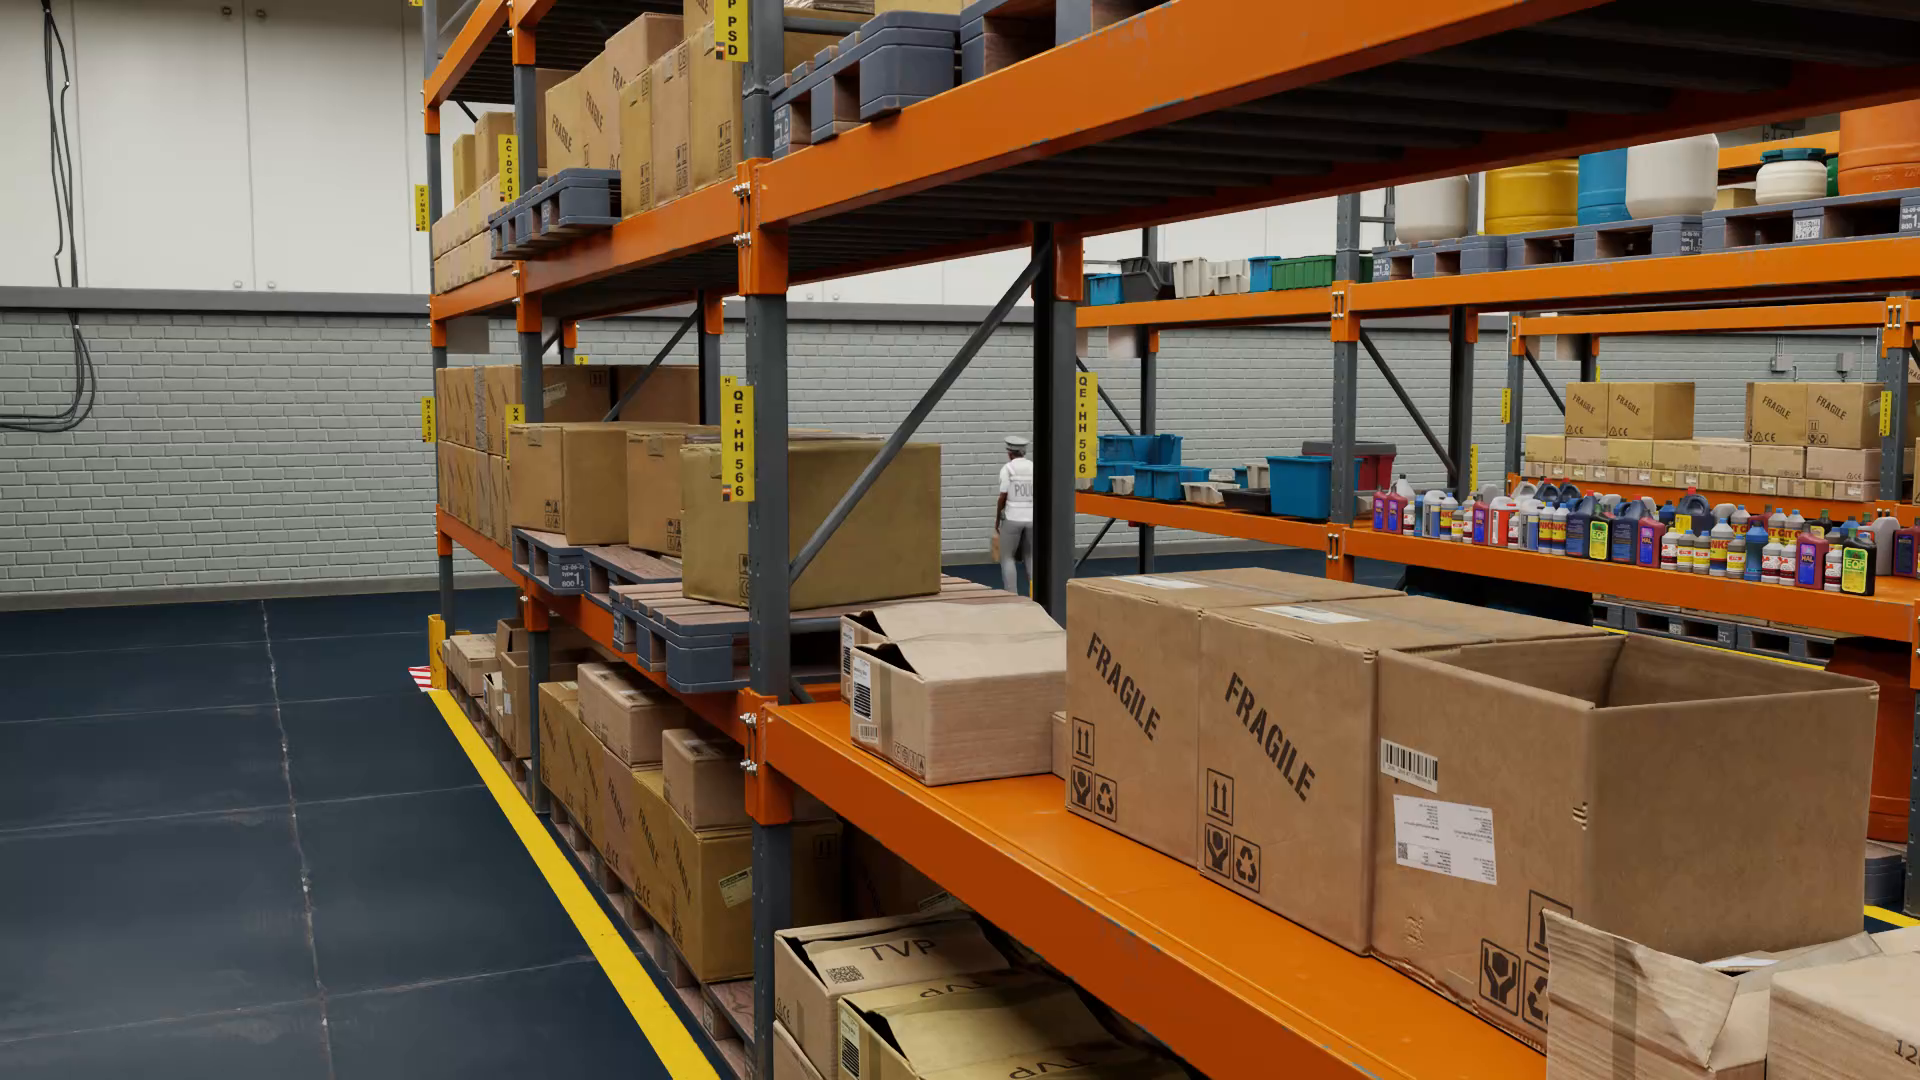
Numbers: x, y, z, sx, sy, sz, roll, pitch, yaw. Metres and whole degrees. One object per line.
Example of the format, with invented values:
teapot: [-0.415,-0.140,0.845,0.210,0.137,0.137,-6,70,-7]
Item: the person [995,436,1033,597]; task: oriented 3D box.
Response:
person: [0.585,-0.176,16.267,0.492,1.672,0.372,-3,6,-25]
